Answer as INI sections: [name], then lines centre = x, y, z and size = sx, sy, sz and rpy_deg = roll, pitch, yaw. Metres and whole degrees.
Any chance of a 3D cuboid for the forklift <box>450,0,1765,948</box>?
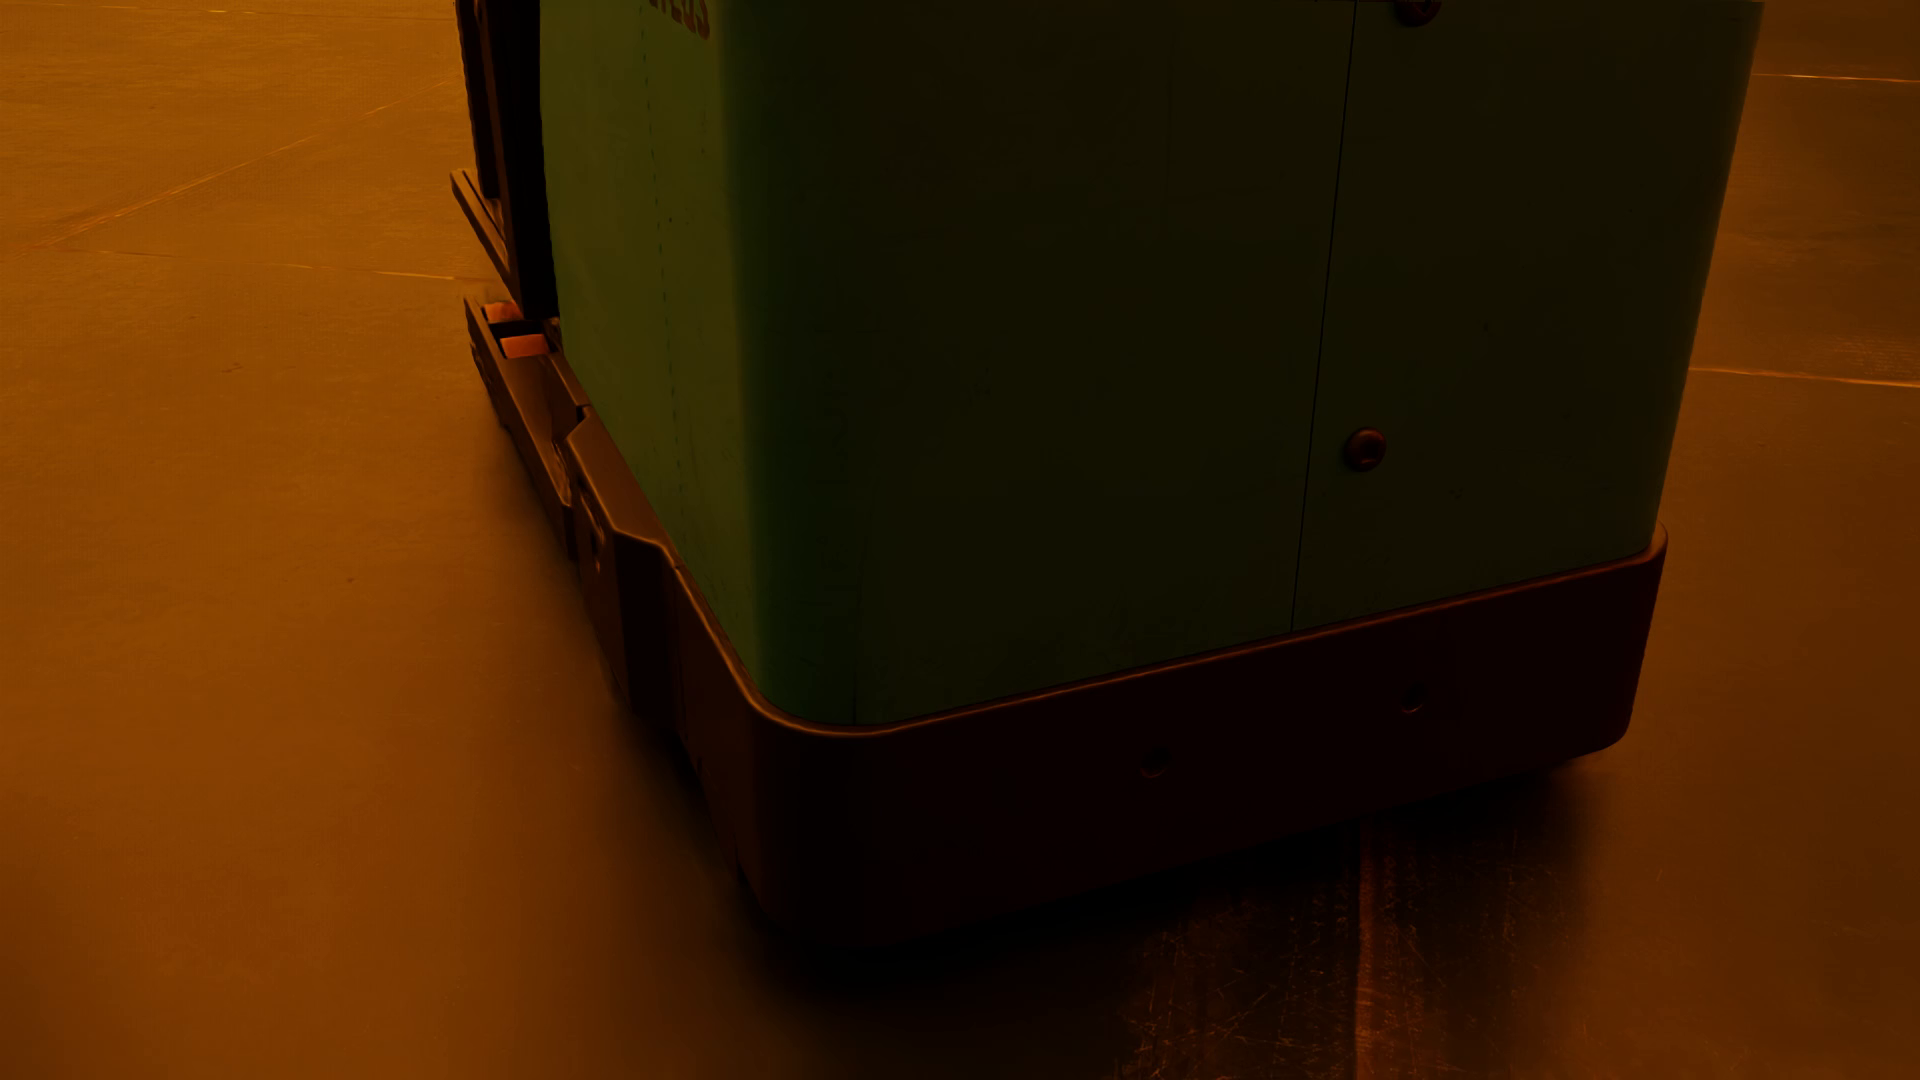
[forklift]
centre = -0.254, -1.563, 2.345
size = 1.130, 2.935, 3.031
rpy_deg = -11, 29, -20
